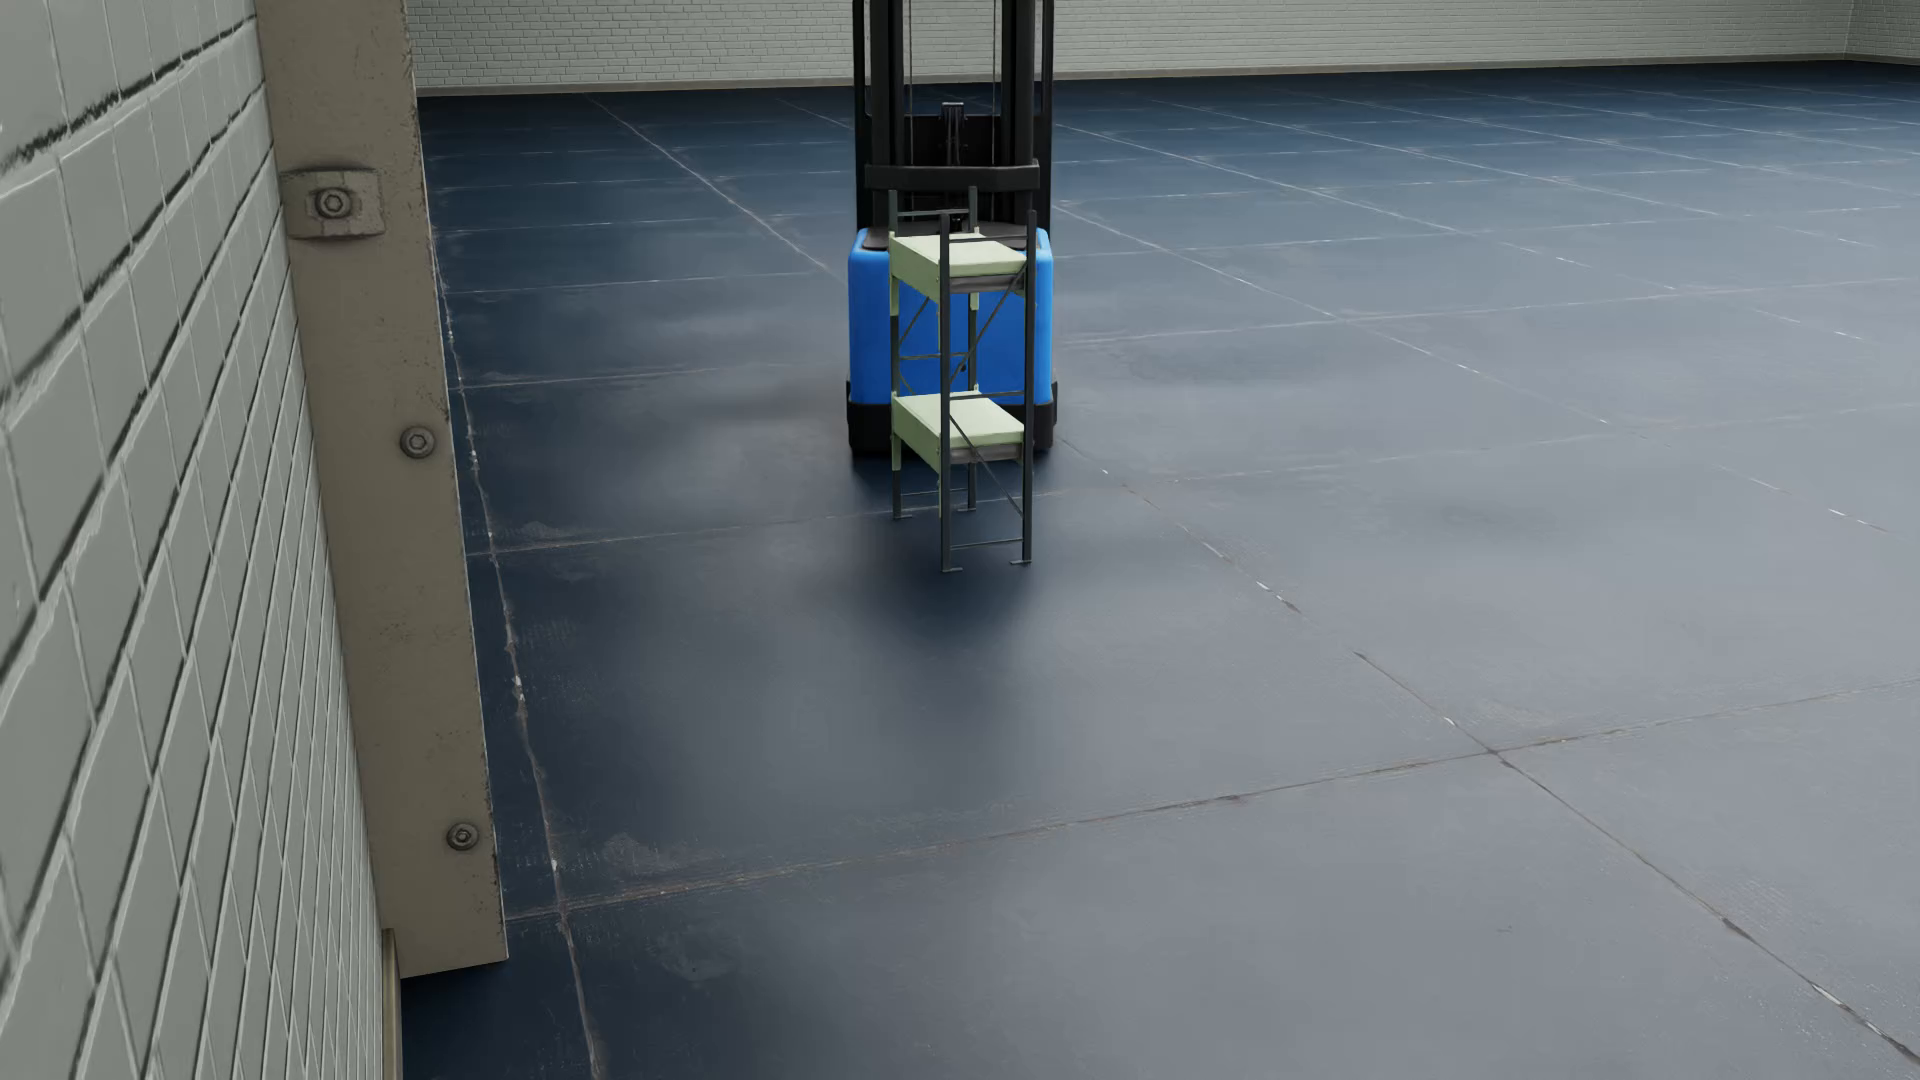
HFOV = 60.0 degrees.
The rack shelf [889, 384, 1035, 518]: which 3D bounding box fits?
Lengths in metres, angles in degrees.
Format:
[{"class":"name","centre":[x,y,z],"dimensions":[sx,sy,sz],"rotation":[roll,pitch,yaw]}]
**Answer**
[{"class":"rack shelf","centre":[-0.002,-0.401,7.279],"dimensions":[0.431,0.370,0.720],"rotation":[-6,21,-17]}]

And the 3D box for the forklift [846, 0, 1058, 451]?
[{"class":"forklift","centre":[-0.034,-2.280,9.428],"dimensions":[1.130,2.935,3.031],"rotation":[0,20,1]}]

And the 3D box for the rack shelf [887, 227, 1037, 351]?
[{"class":"rack shelf","centre":[-0.002,-1.075,7.037],"dimensions":[0.431,0.370,0.720],"rotation":[-6,21,-17]}]

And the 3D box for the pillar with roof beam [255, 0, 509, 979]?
[{"class":"pillar with roof beam","centre":[2.695,-3.641,4.241],"dimensions":[9.100,9.000,0.400],"rotation":[-6,21,-17]}]

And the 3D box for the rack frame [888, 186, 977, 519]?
[{"class":"rack frame","centre":[-0.117,-0.825,7.496],"dimensions":[0.400,1.500,0.023],"rotation":[-6,21,-17]}]

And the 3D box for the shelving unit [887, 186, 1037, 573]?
[{"class":"shelving unit","centre":[-0.002,-0.708,7.169],"dimensions":[0.431,1.500,0.755],"rotation":[-6,21,-17]}]

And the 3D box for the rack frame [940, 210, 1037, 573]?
[{"class":"rack frame","centre":[0.113,-0.591,6.842],"dimensions":[0.400,1.500,0.023],"rotation":[-6,21,-17]}]
